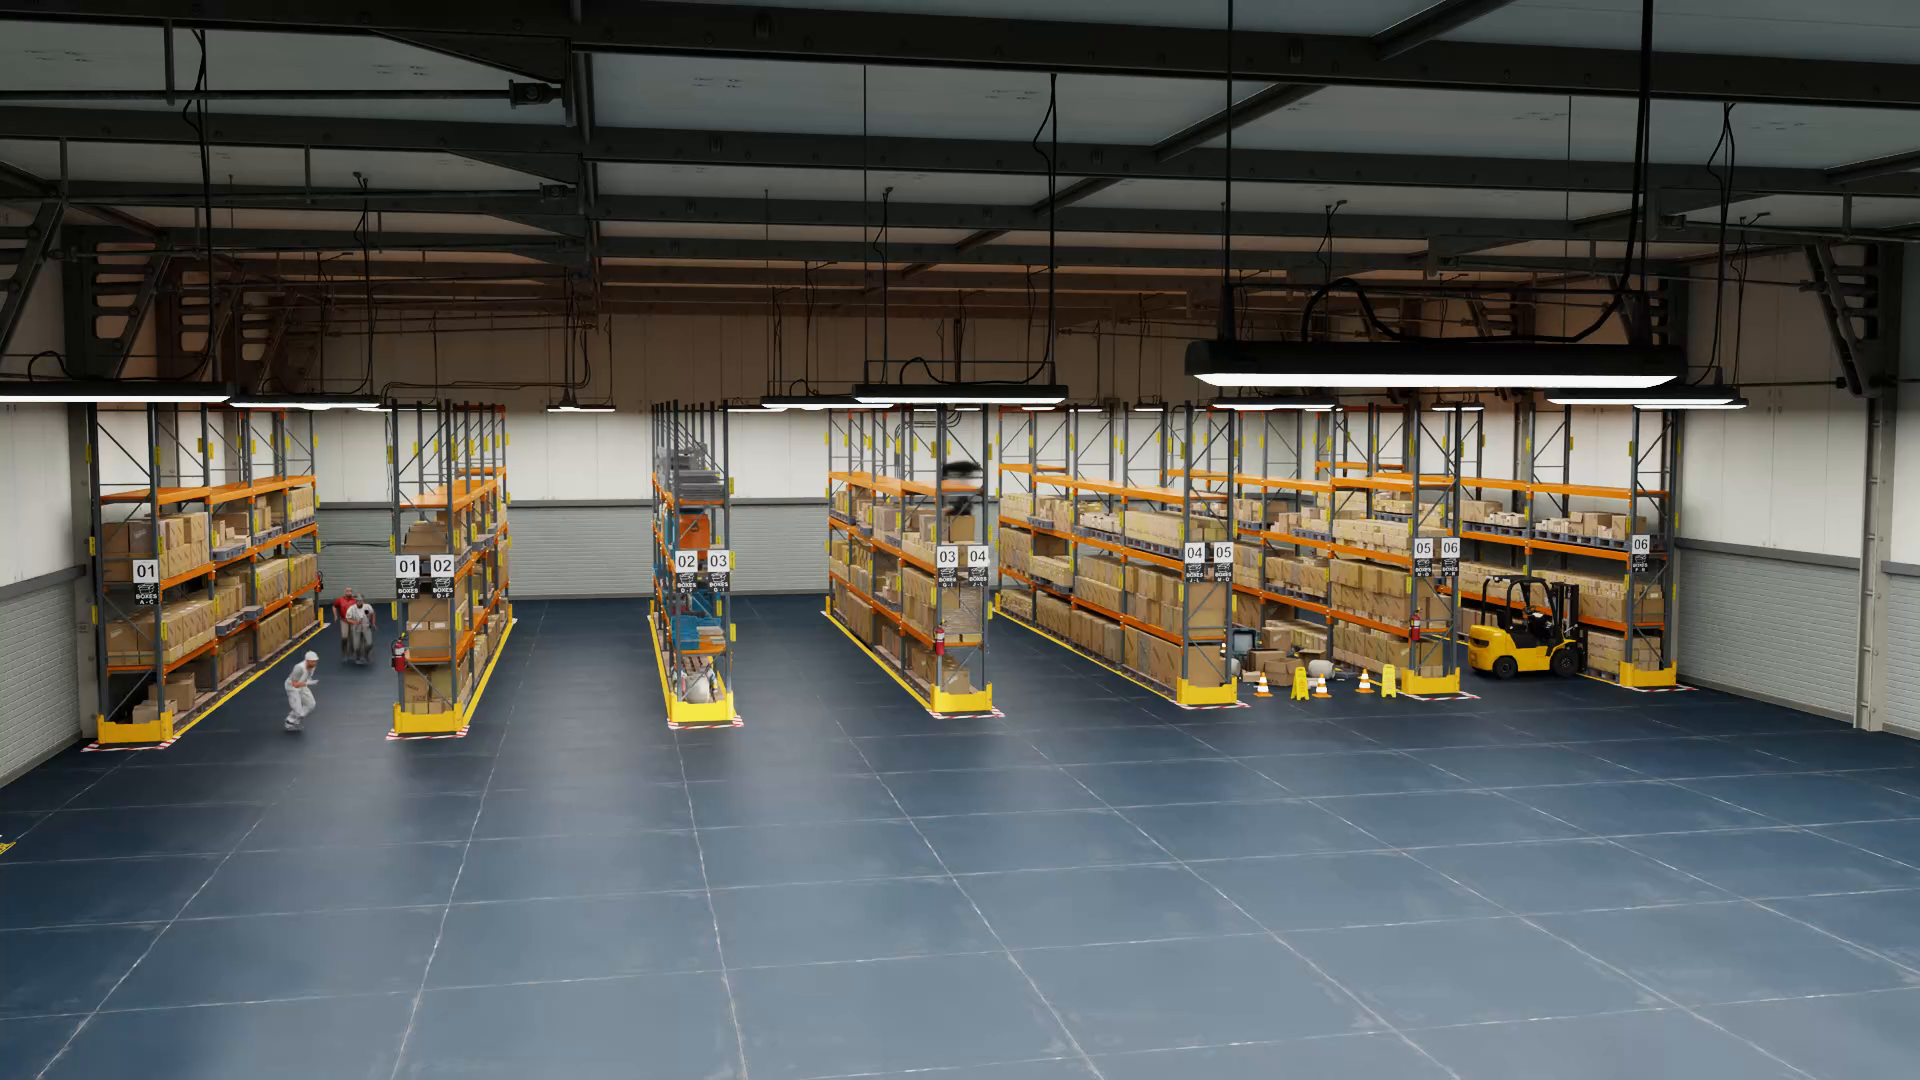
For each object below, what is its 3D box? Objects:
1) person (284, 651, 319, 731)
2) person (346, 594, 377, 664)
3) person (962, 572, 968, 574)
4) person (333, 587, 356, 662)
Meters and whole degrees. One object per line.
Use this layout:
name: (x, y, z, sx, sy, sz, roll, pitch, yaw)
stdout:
person: (-11.829, 2.720, 29.906, 0.931, 1.508, 0.701, 1, 5, 18)
person: (-13.646, 2.038, 37.905, 0.675, 1.657, 0.848, -2, 5, -27)
person: (0.052, 1.237, 48.533, 0.652, 1.662, 0.844, 2, 5, 27)
person: (-14.203, 1.965, 38.623, 0.653, 1.767, 0.735, -2, 5, -23)
